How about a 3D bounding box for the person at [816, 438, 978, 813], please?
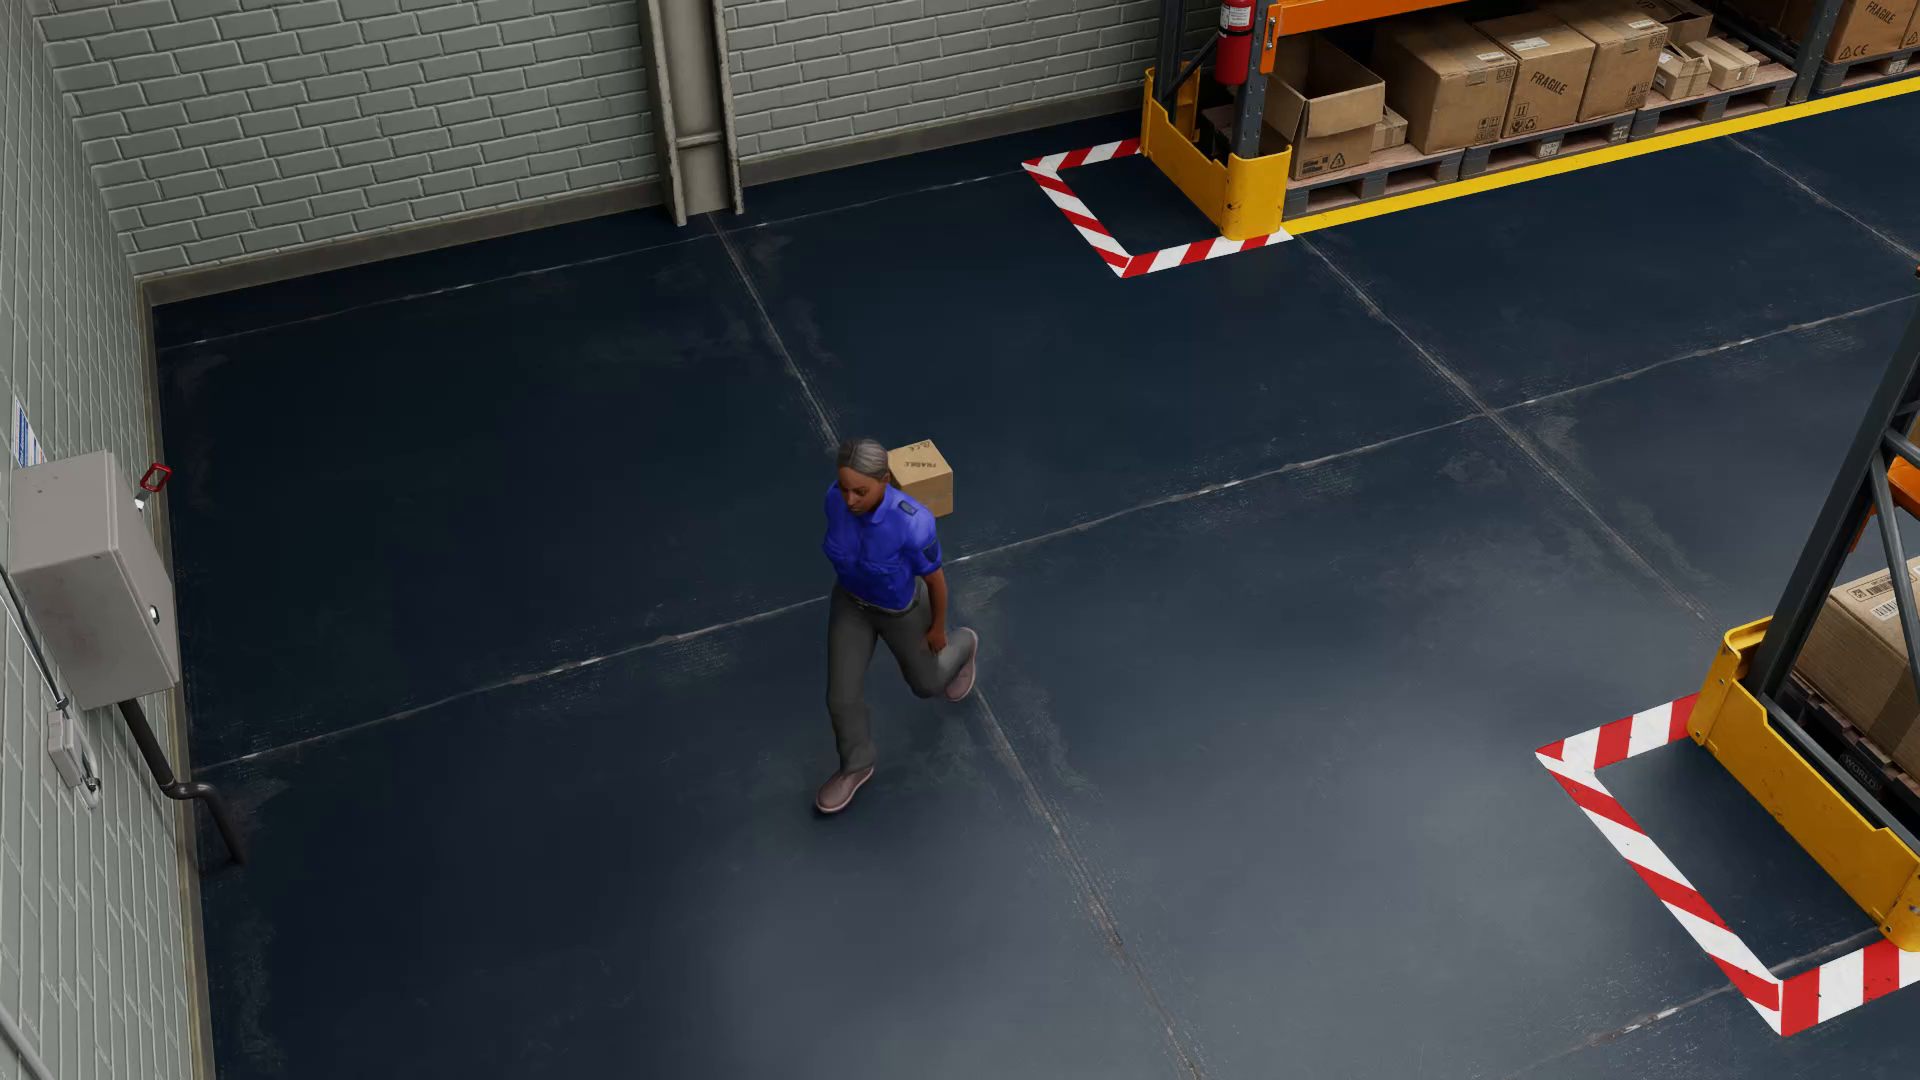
[{"bbox_3d":[-0.219,0.197,5.946,0.454,1.607,0.903,18,45,19],"label":"person"}]
